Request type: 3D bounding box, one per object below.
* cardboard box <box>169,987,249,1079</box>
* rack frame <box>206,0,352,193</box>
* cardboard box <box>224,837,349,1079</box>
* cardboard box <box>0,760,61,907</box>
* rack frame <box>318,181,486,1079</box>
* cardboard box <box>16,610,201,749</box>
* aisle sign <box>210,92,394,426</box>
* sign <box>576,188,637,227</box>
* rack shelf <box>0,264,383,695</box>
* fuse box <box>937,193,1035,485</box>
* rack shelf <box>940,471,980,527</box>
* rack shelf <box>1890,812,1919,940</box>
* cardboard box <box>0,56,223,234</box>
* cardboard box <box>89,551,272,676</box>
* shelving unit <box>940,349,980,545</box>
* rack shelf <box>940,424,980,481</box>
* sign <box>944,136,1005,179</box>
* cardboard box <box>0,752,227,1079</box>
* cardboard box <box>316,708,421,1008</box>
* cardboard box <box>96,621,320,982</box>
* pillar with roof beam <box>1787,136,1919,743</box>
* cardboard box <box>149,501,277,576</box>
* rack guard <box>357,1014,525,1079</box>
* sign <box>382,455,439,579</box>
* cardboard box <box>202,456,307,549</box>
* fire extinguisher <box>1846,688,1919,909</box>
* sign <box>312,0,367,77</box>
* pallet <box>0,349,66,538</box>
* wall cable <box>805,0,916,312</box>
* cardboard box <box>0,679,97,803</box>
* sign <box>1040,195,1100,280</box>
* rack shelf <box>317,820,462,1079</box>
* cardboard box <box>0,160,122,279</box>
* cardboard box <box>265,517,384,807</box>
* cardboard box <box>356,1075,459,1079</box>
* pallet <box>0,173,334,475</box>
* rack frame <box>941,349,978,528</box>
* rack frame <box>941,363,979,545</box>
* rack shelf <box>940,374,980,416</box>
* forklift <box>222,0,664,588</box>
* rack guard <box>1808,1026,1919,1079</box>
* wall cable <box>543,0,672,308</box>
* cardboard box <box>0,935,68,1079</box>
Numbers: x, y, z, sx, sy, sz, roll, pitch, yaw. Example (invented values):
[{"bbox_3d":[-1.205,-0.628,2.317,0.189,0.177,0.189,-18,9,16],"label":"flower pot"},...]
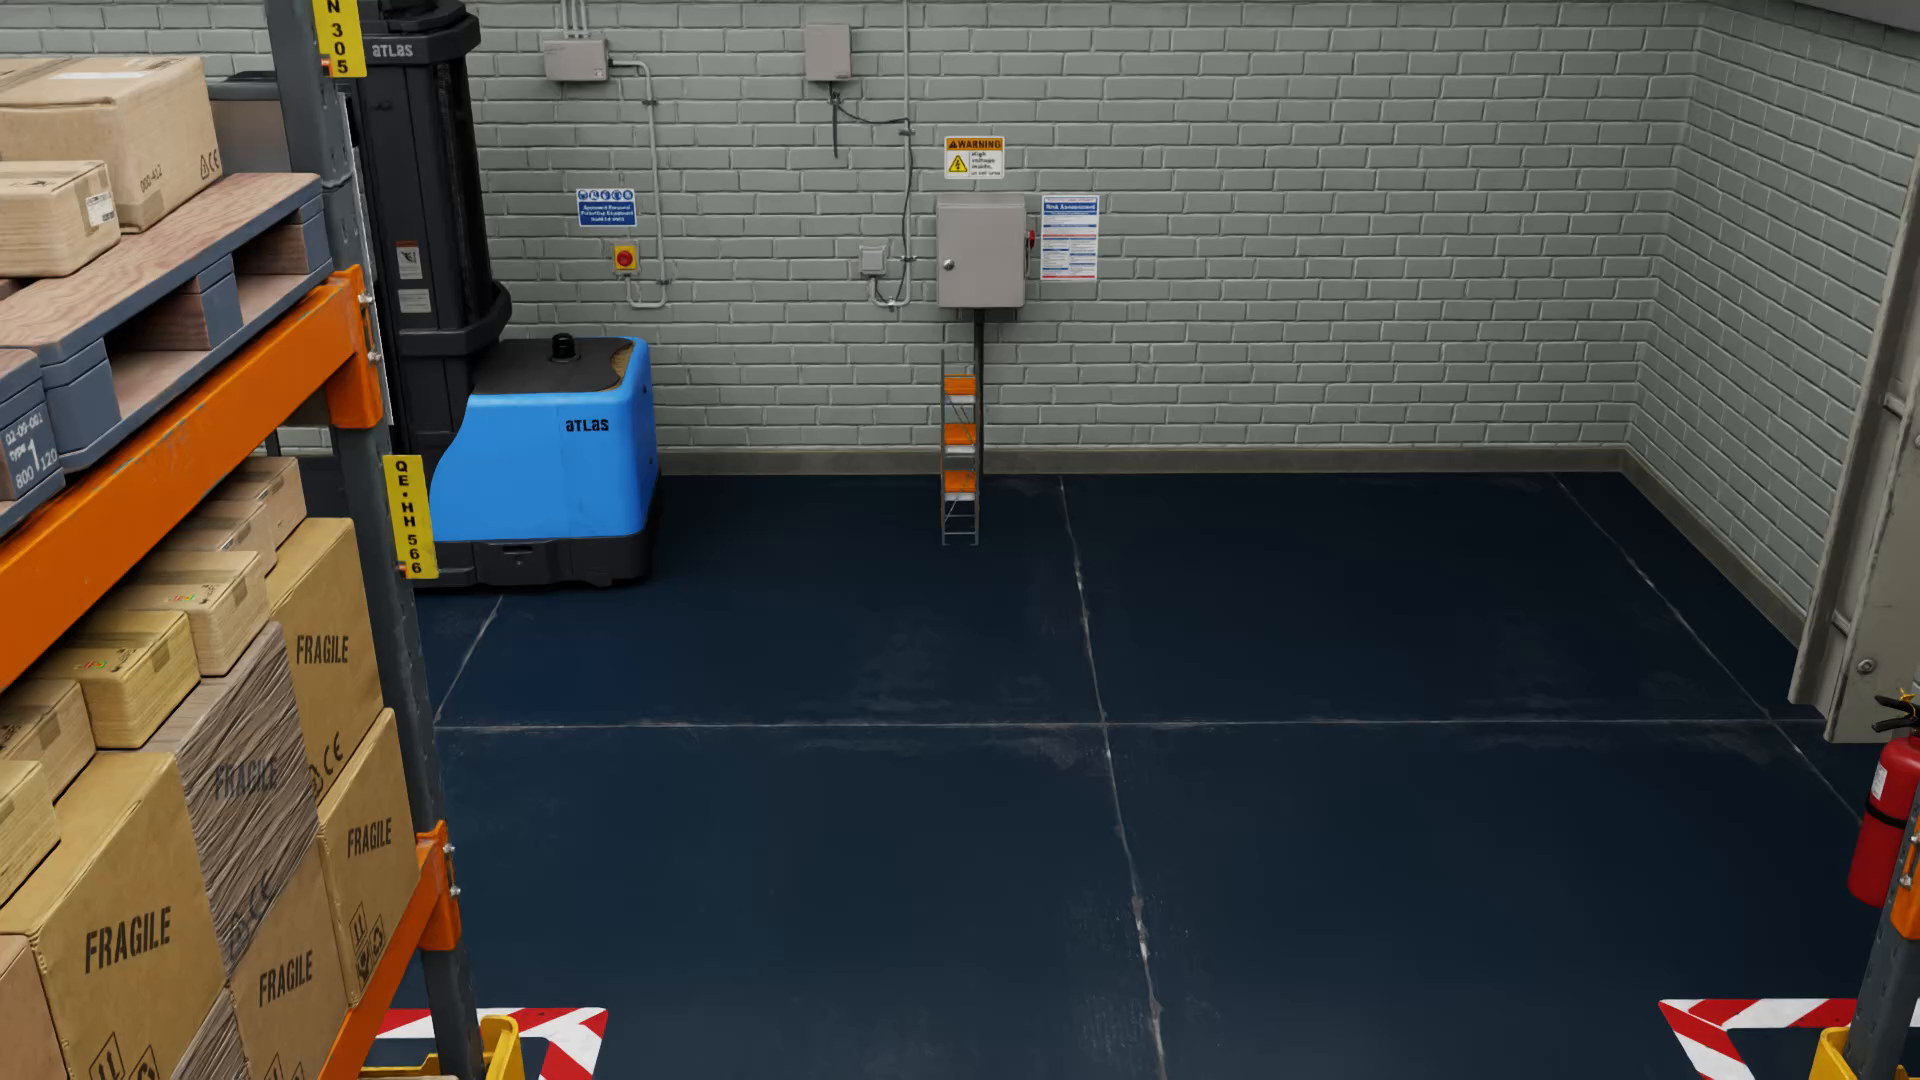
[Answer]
[{"bbox_3d":[-1.603,1.149,2.947,0.500,0.500,0.500,0,24,1],"label":"cardboard box"},{"bbox_3d":[-1.879,-2.155,3.094,1.000,3.000,0.127,0,24,-1],"label":"rack frame"},{"bbox_3d":[-1.618,0.938,3.416,0.500,0.500,0.500,-1,24,-2],"label":"cardboard box"},{"bbox_3d":[-1.606,0.455,2.483,0.380,0.149,0.250,0,24,1],"label":"cardboard box"},{"bbox_3d":[-1.879,0.579,4.331,1.000,3.000,0.127,0,24,-1],"label":"rack frame"},{"bbox_3d":[-1.599,0.243,2.950,0.380,0.149,0.250,0,24,1],"label":"cardboard box"},{"bbox_3d":[-1.569,-0.637,3.863,0.394,0.787,0.004,0,24,-1],"label":"aisle sign"},{"bbox_3d":[-2.012,-1.893,9.467,0.327,0.218,0.001,0,24,-1],"label":"sign"},{"bbox_3d":[-1.857,0.364,2.038,1.077,0.370,4.000,0,24,-1],"label":"rack shelf"},{"bbox_3d":[0.139,-1.107,9.621,0.539,1.711,0.414,0,24,-1],"label":"fuse box"},{"bbox_3d":[-0.001,-0.238,9.201,0.215,0.259,0.240,0,24,-1],"label":"rack shelf"},{"bbox_3d":[3.107,1.707,2.709,1.077,0.370,4.000,0,24,-1],"label":"rack shelf"},{"bbox_3d":[-1.784,-0.772,3.227,0.500,0.250,0.500,-2,24,-5],"label":"cardboard box"},{"bbox_3d":[-1.561,0.139,3.180,0.380,0.149,0.250,0,24,-1],"label":"cardboard box"},{"bbox_3d":[-0.001,-0.500,9.082,0.215,1.050,0.252,0,24,-1],"label":"shelving unit"},{"bbox_3d":[-0.001,-0.491,9.087,0.215,0.259,0.240,0,24,-1],"label":"rack shelf"},{"bbox_3d":[0.081,-2.155,9.374,0.339,0.242,0.001,0,24,-1],"label":"sign"},{"bbox_3d":[-1.598,0.694,2.741,0.500,0.500,0.500,0,24,-1],"label":"cardboard box"},{"bbox_3d":[-1.609,0.731,3.873,0.500,0.500,0.500,0,24,0],"label":"cardboard box"},{"bbox_3d":[-1.600,0.490,3.191,0.500,0.500,0.500,0,24,0],"label":"cardboard box"},{"bbox_3d":[-0.348,-3.274,5.570,9.100,9.000,0.400,0,24,-1],"label":"pillar with roof beam"},{"bbox_3d":[-1.648,0.033,3.414,0.380,0.149,0.250,0,24,0],"label":"cardboard box"},{"bbox_3d":[-1.879,1.708,4.868,1.175,0.500,0.348,0,24,-1],"label":"rack guard"},{"bbox_3d":[-1.336,-0.054,4.036,0.100,0.325,0.005,0,24,-1],"label":"sign"},{"bbox_3d":[-1.674,-0.071,3.645,0.380,0.149,0.250,0,24,0],"label":"cardboard box"},{"bbox_3d":[2.621,0.701,4.606,0.296,0.674,0.183,0,24,-1],"label":"fire extinguisher"},{"bbox_3d":[-1.336,-1.152,3.539,0.100,0.325,0.005,0,24,-1],"label":"sign"},{"bbox_3d":[-1.844,0.062,1.941,1.003,0.211,1.213,0,24,-1],"label":"pallet"},{"bbox_3d":[-0.545,-2.219,9.283,0.588,1.984,0.122,0,24,-1],"label":"wall cable"},{"bbox_3d":[-1.667,0.351,2.711,0.380,0.149,0.250,0,24,-1],"label":"cardboard box"},{"bbox_3d":[0.630,-1.738,9.569,0.329,0.494,0.001,0,24,-1],"label":"sign"},{"bbox_3d":[-1.857,1.731,2.657,1.077,0.370,4.000,0,24,-1],"label":"rack shelf"},{"bbox_3d":[-1.699,-0.553,2.867,0.380,0.149,0.250,-2,24,-5],"label":"cardboard box"},{"bbox_3d":[-1.635,0.275,3.667,0.500,0.500,0.500,1,24,1],"label":"cardboard box"},{"bbox_3d":[-1.771,1.826,4.172,0.875,0.438,0.875,-1,24,-2],"label":"cardboard box"},{"bbox_3d":[-1.860,-0.442,3.055,1.003,0.211,1.213,0,24,-1],"label":"pallet"},{"bbox_3d":[-0.002,-0.551,9.194,0.200,1.050,0.008,0,24,-1],"label":"rack frame"},{"bbox_3d":[0.001,-0.450,8.971,0.200,1.050,0.008,0,24,-1],"label":"rack frame"},{"bbox_3d":[-0.001,-0.749,8.970,0.215,0.259,0.240,0,24,-1],"label":"rack shelf"},{"bbox_3d":[-3.172,-1.242,8.439,3.031,2.935,1.130,-2,24,-4],"label":"forklift"},{"bbox_3d":[3.086,1.725,4.829,1.175,0.500,0.348,0,24,-1],"label":"rack guard"},{"bbox_3d":[-1.964,-2.222,9.252,0.585,1.953,0.123,0,24,-1],"label":"wall cable"},{"bbox_3d":[-1.594,0.901,2.282,0.500,0.500,0.500,0,24,-1],"label":"cardboard box"}]
